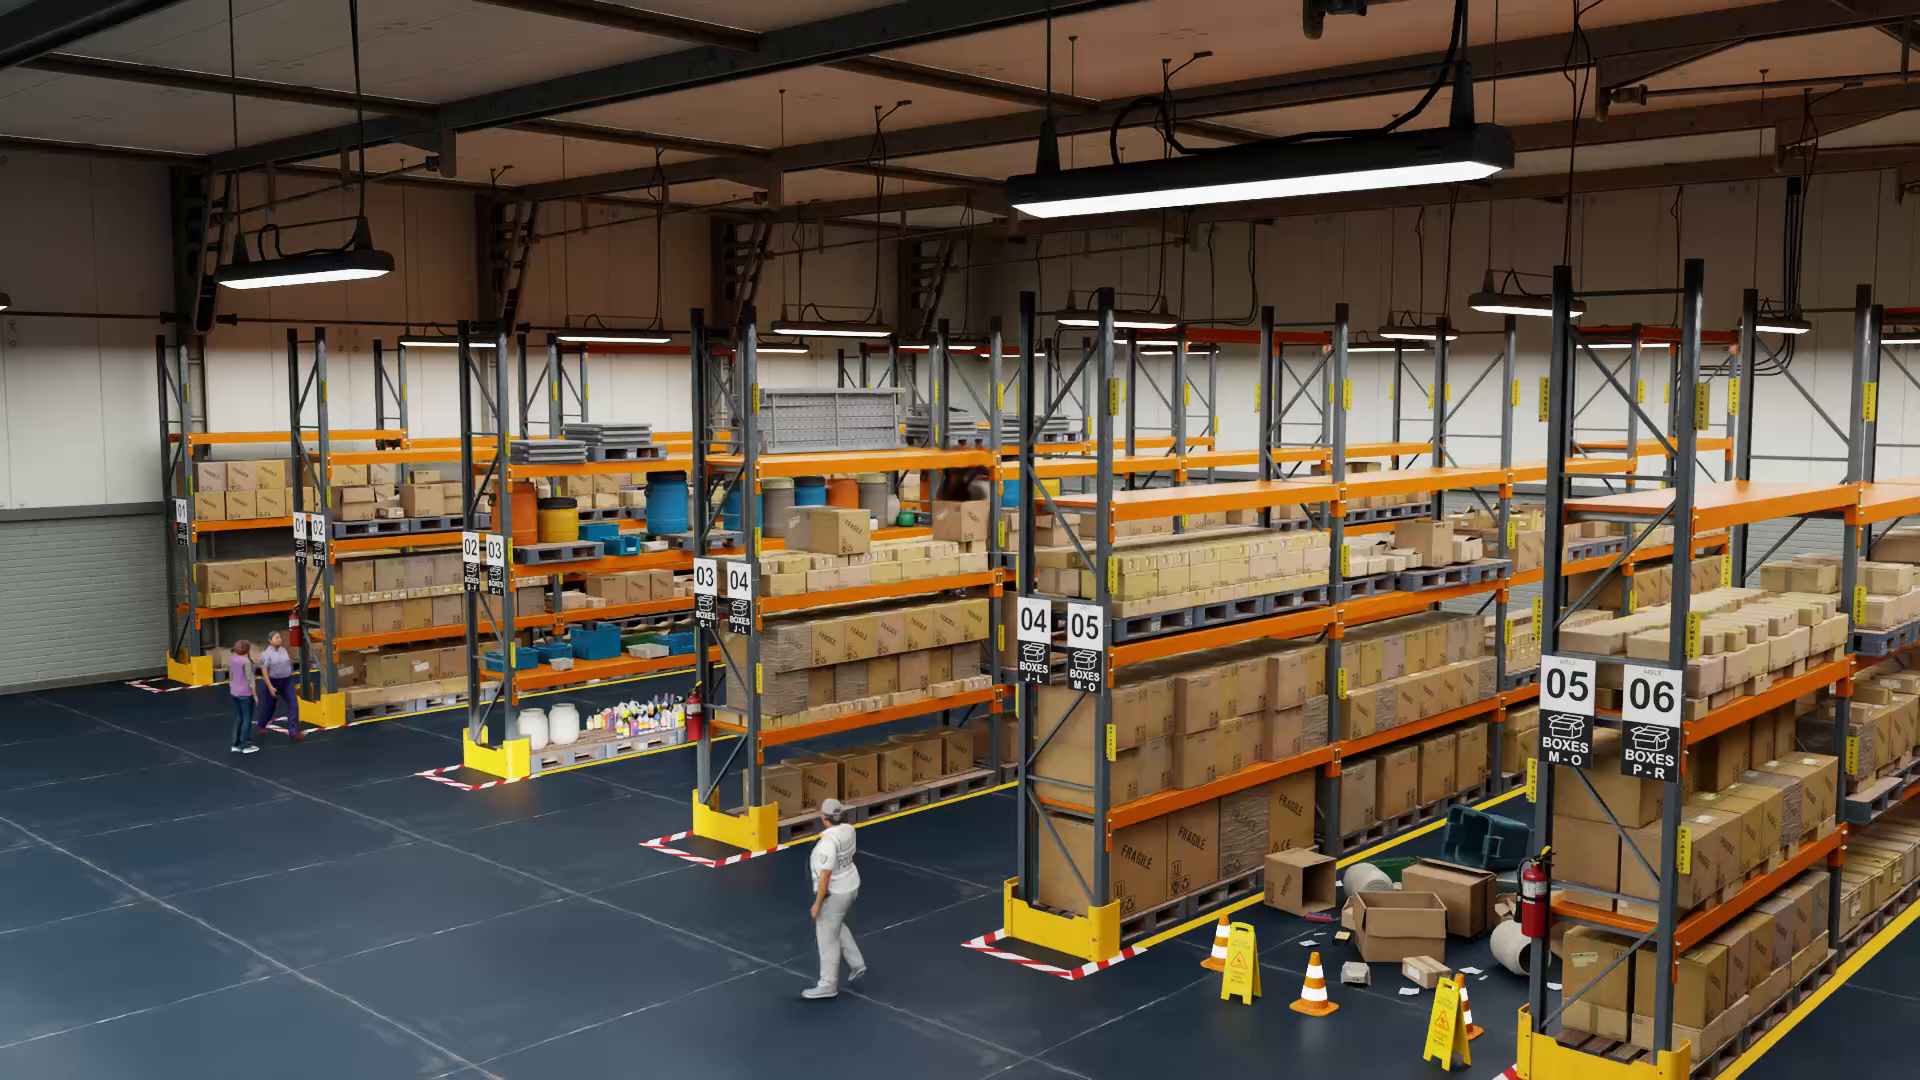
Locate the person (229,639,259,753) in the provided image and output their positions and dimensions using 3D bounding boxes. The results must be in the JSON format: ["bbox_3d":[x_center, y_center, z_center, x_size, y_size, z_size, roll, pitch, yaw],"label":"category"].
[{"bbox_3d":[-10.030,2.189,23.278,0.459,1.623,0.316,3,6,33],"label":"person"}]

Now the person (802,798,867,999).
[{"bbox_3d":[-1.053,3.013,14.119,0.451,1.680,0.592,2,6,17],"label":"person"}]

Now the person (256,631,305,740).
[{"bbox_3d":[-9.893,2.111,24.134,0.950,1.581,0.537,5,7,43],"label":"person"}]
